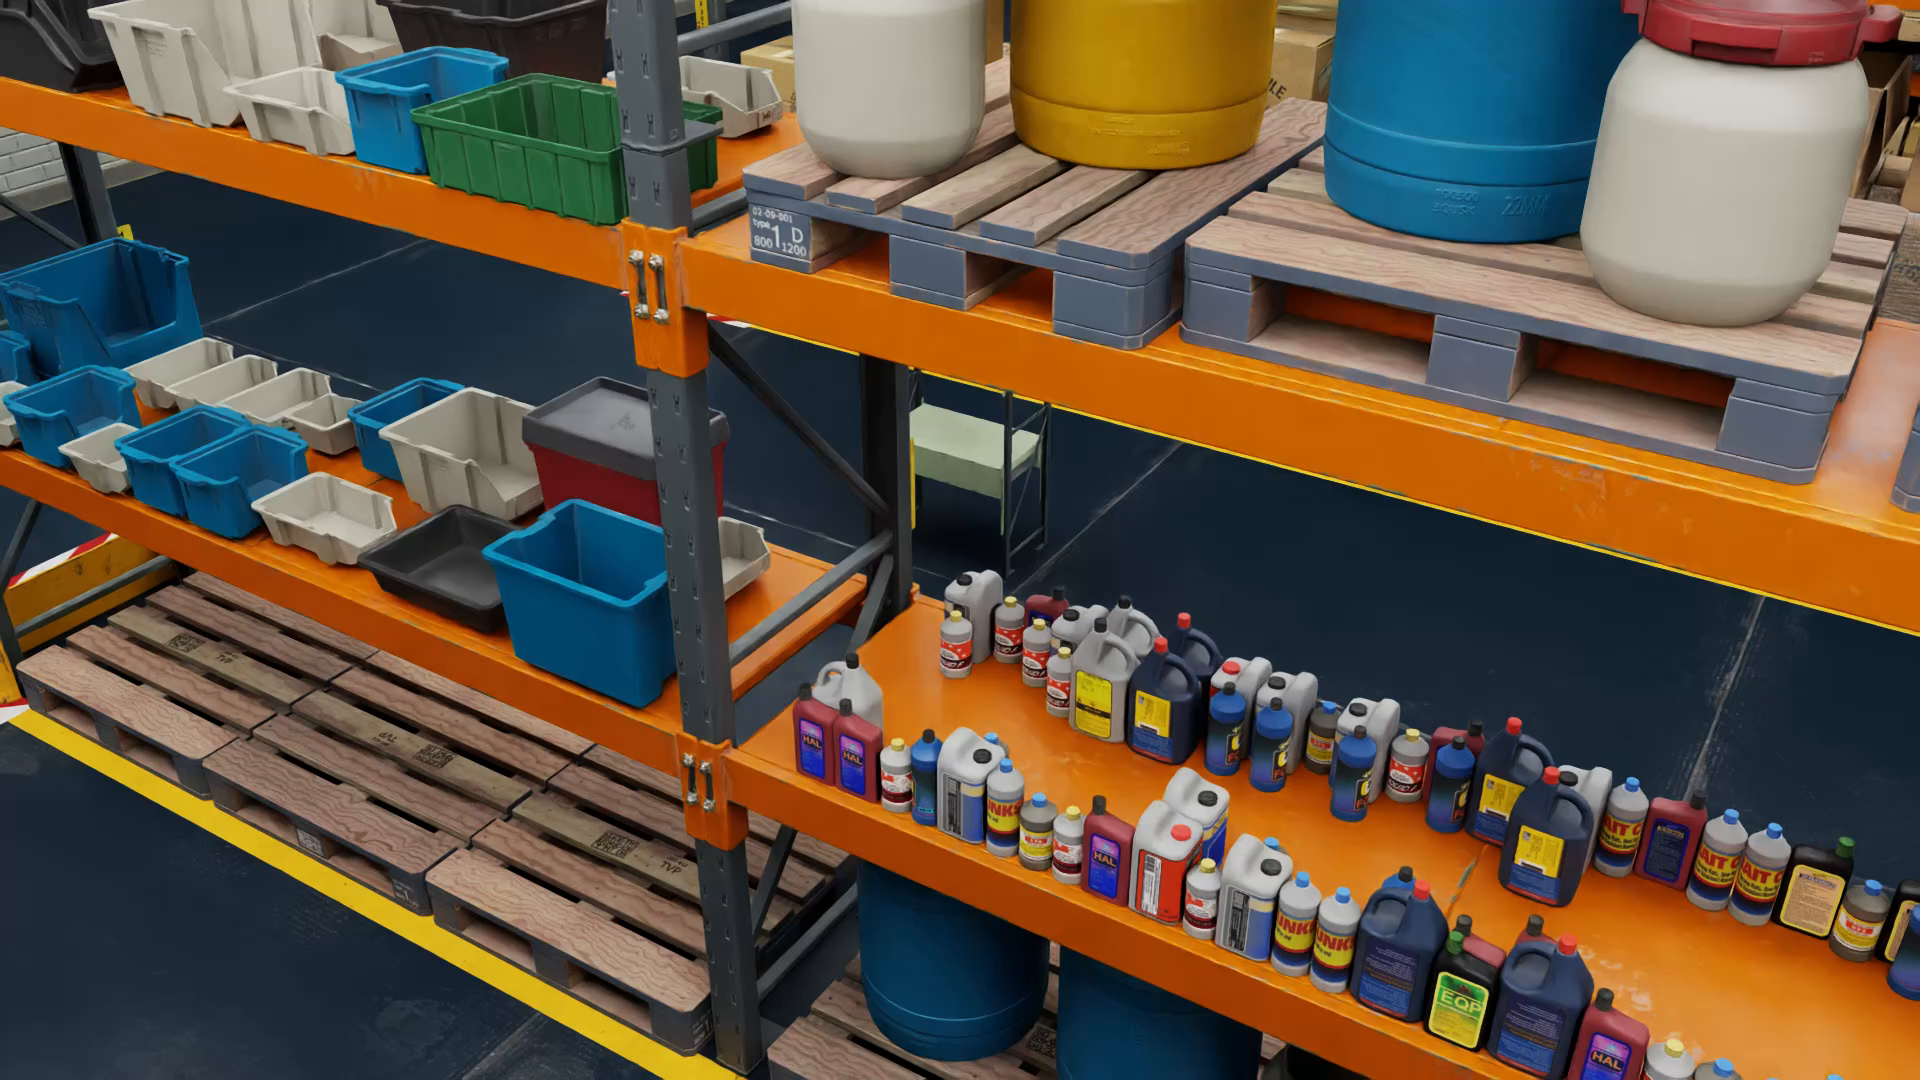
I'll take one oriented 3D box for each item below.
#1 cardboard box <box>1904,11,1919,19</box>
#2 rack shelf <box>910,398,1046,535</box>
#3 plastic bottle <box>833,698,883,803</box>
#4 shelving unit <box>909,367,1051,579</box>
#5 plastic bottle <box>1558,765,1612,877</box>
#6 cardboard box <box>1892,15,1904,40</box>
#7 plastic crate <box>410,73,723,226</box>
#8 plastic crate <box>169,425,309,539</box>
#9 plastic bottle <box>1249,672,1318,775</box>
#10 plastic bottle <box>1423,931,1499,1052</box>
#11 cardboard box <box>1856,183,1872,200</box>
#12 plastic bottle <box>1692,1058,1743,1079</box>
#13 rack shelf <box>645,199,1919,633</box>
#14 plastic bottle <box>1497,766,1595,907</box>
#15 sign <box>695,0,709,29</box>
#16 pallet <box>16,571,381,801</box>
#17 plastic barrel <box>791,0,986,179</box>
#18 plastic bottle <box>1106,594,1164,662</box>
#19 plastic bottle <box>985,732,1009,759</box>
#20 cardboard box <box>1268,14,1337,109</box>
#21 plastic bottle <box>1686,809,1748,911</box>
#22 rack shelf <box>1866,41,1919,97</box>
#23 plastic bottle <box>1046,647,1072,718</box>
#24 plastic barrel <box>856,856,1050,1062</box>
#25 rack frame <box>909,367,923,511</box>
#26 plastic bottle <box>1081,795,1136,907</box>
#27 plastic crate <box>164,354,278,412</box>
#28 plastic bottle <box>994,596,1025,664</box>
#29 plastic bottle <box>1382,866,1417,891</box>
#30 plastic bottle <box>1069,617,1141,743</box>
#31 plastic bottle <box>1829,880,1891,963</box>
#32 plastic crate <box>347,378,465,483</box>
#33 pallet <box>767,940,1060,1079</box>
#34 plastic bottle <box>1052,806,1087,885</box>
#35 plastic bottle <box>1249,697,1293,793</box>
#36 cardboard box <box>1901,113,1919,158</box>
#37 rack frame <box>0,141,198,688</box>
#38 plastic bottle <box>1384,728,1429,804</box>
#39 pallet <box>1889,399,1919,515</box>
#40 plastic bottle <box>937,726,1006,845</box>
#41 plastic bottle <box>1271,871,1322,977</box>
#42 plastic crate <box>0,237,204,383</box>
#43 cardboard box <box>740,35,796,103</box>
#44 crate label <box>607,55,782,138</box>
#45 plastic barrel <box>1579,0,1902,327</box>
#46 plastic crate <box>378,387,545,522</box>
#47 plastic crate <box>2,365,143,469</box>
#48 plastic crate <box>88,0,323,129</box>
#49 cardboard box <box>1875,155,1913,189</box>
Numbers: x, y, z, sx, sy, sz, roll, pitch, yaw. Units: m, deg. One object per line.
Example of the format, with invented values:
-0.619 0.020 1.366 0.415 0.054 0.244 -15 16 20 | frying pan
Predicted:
6.303 -3.494 10.799 0.250 0.149 0.380 17 34 26 | cardboard box
0.006 -0.364 8.033 0.720 0.370 0.431 18 35 27 | rack shelf
-0.270 0.558 4.432 0.133 0.283 0.061 18 35 27 | plastic bottle
0.006 -0.646 7.869 0.755 1.500 0.431 18 35 27 | shelving unit
1.551 0.691 4.211 0.135 0.276 0.152 18 35 27 | plastic bottle
6.086 -3.436 10.995 0.250 0.149 0.380 17 34 26 | cardboard box
-0.987 -0.997 4.216 0.662 0.188 0.450 18 35 27 | plastic crate
-2.452 -0.194 5.712 0.300 0.233 0.416 18 35 27 | plastic crate
0.889 0.482 4.570 0.135 0.276 0.152 18 35 27 | plastic bottle
1.114 0.996 3.682 0.133 0.283 0.061 18 35 27 | plastic bottle
3.713 -1.331 7.455 0.500 0.500 0.500 18 35 28 | cardboard box
1.573 1.166 3.472 0.097 0.201 0.097 0 30 0 | plastic bottle
1.227 -0.257 3.452 4.000 0.370 1.077 18 35 27 | rack shelf
1.451 0.716 4.096 0.185 0.351 0.144 18 35 27 | plastic bottle
-1.522 -3.167 9.764 0.005 0.325 0.100 18 35 27 | sign
-3.177 0.562 7.077 1.213 0.211 1.003 18 35 27 | pallet
-0.155 -1.096 3.624 0.433 0.535 0.433 0 30 0 | plastic barrel
0.485 0.320 4.775 0.185 0.351 0.144 18 35 27 | plastic bottle
0.083 0.604 4.435 0.097 0.201 0.097 0 30 0 | plastic bottle
1.634 -2.319 8.358 0.500 0.500 0.500 19 35 29 | cardboard box
1.860 0.775 4.073 0.097 0.271 0.097 0 30 0 | plastic bottle
6.582 -3.166 11.413 4.000 0.370 1.077 18 35 27 | rack shelf
0.297 0.401 4.783 0.097 0.201 0.097 0 30 0 | plastic bottle
-0.015 1.070 5.105 0.708 0.901 0.600 18 35 27 | plastic barrel
-0.304 -0.744 8.037 0.023 1.500 0.400 18 35 27 | rack frame
0.369 0.760 4.086 0.133 0.283 0.061 18 35 27 | plastic bottle
-2.830 -0.567 6.447 0.243 0.136 0.396 18 35 27 | plastic crate
0.151 0.264 5.017 0.097 0.201 0.097 0 30 0 | plastic bottle
1.028 0.877 3.897 0.097 0.271 0.097 0 30 0 | plastic bottle
0.409 0.381 4.669 0.185 0.351 0.144 18 35 27 | plastic bottle
2.138 0.893 3.940 0.097 0.201 0.097 0 30 0 | plastic bottle
-1.979 -0.393 6.053 0.300 0.233 0.416 18 35 27 | plastic crate
0.164 1.621 5.263 1.213 0.211 1.003 18 35 27 | pallet
0.281 0.757 4.173 0.097 0.201 0.097 0 30 0 | plastic bottle
0.839 0.542 4.472 0.097 0.271 0.097 0 30 0 | plastic bottle
6.702 -2.711 11.240 0.500 0.250 0.500 18 35 28 | cardboard box
-3.855 -0.880 6.782 0.127 3.000 1.000 18 35 27 | rack frame
1.198 0.596 4.449 0.097 0.201 0.097 0 30 0 | plastic bottle
2.325 -0.198 2.823 1.213 0.211 1.003 18 35 27 | pallet
0.032 0.630 4.317 0.135 0.276 0.152 18 35 27 | plastic bottle
0.787 0.887 3.881 0.097 0.271 0.097 0 30 0 | plastic bottle
-3.472 -0.911 6.740 0.499 0.435 0.616 18 35 27 | plastic crate
-0.959 -2.814 9.950 0.500 0.250 0.500 17 34 26 | cardboard box
-0.728 -1.245 4.691 0.466 0.136 0.293 18 35 27 | crate label
1.339 -0.683 2.916 0.433 0.535 0.433 0 30 0 | plastic barrel
-1.663 -0.271 5.795 0.530 0.282 0.437 18 35 27 | plastic crate
-3.263 -0.451 6.152 0.300 0.233 0.416 18 35 27 | plastic crate
-2.142 -1.399 4.812 0.530 0.282 0.437 18 35 27 | plastic crate
4.413 -1.413 7.596 0.500 0.500 0.500 17 34 26 | cardboard box
